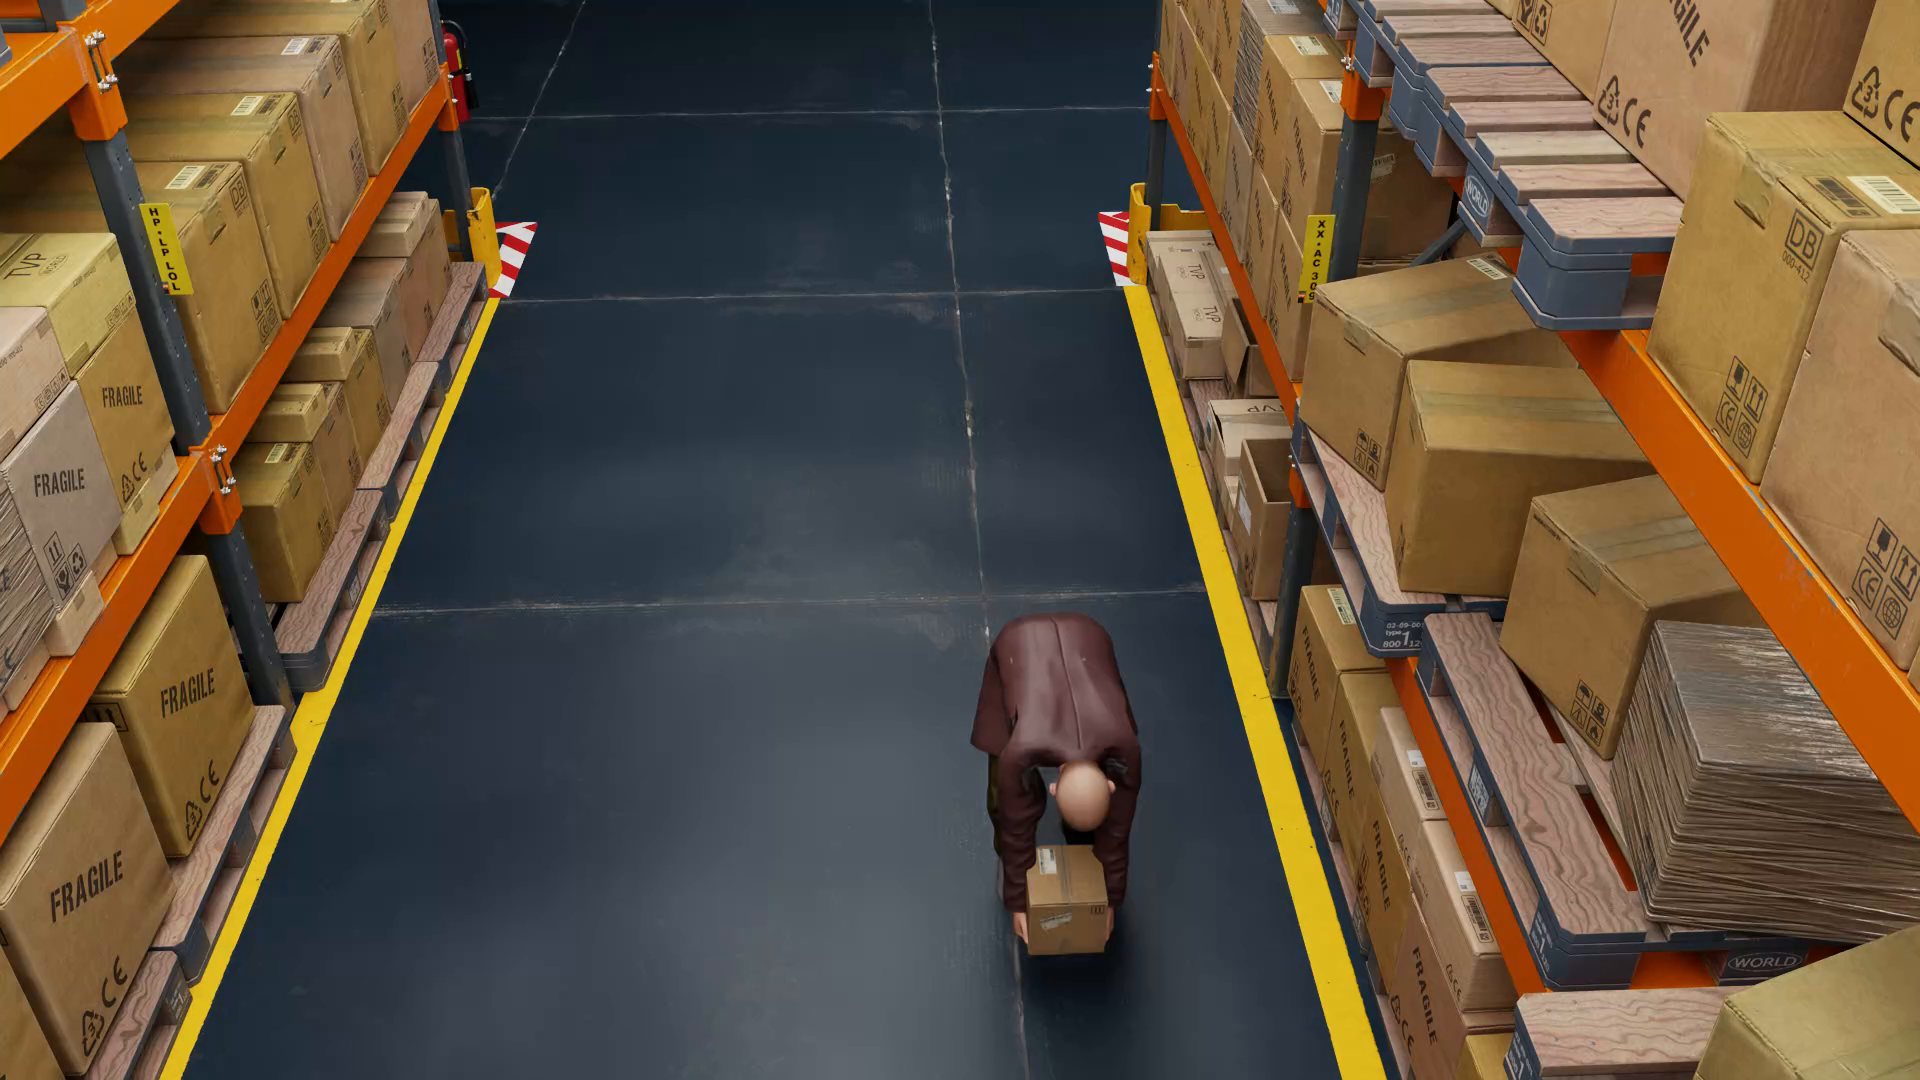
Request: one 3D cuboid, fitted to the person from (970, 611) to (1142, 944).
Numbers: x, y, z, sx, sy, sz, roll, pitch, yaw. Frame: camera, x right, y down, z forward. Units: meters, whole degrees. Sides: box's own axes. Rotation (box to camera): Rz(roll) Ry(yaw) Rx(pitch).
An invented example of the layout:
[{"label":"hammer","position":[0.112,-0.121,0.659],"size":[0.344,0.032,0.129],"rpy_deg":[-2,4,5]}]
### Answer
[{"label":"person","position":[0.336,0.852,5.523],"size":[0.577,1.101,0.951],"rpy_deg":[-3,35,-4]}]
